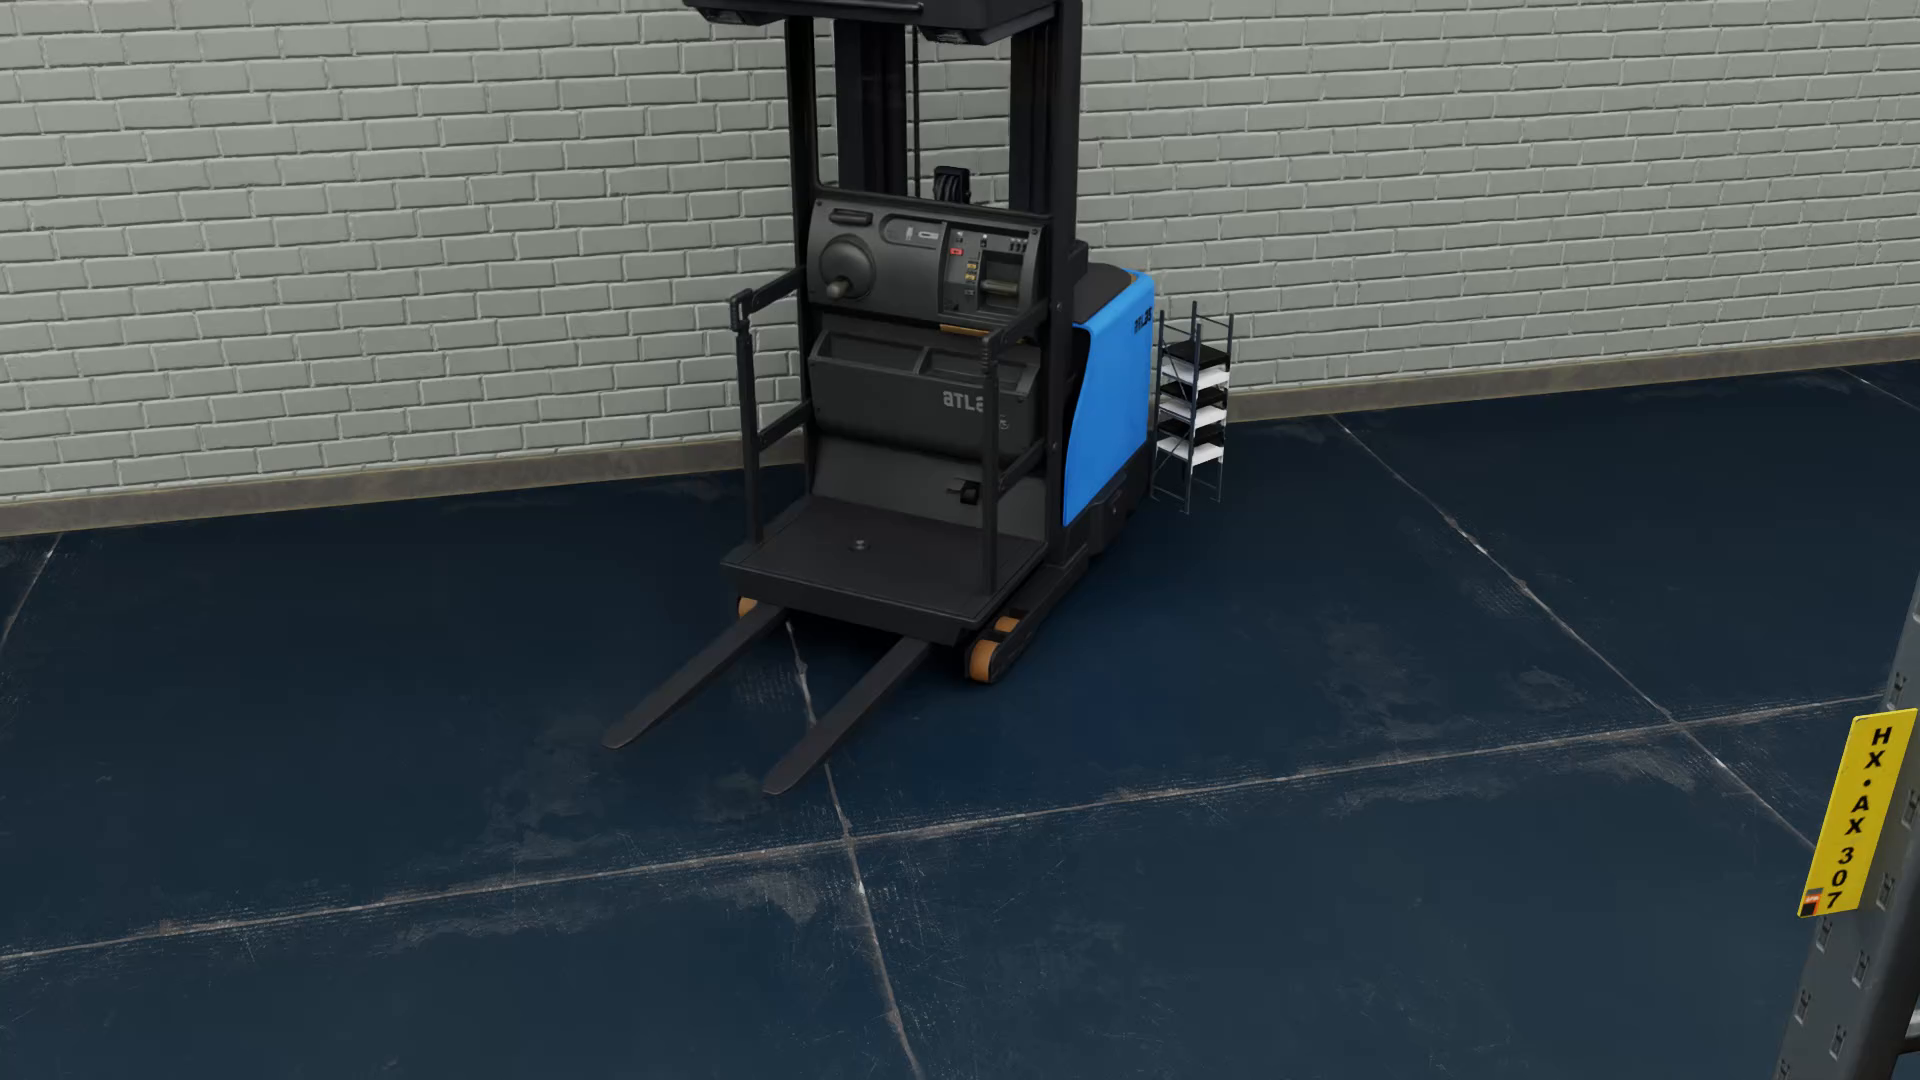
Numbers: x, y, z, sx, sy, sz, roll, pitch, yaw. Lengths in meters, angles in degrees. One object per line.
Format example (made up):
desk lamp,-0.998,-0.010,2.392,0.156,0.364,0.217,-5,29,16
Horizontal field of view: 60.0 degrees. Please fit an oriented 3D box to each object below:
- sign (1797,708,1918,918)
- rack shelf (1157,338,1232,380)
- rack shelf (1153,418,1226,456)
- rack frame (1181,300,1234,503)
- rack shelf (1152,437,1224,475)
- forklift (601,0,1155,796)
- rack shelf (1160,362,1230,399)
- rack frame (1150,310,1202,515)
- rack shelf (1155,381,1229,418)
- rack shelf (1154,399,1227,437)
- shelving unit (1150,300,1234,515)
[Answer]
sign,1.203,0.370,2.228,0.100,0.325,0.005,-6,27,-12
rack shelf,1.028,-0.798,7.306,0.200,0.077,0.258,-20,33,-34
rack shelf,1.028,-0.476,7.468,0.200,0.077,0.258,-20,33,-34
rack frame,1.107,-0.615,7.470,0.006,0.900,0.240,-20,33,-34
rack shelf,1.028,-0.396,7.509,0.200,0.077,0.258,-20,33,-34
forklift,-0.230,-0.996,5.970,1.130,2.935,3.031,12,29,22
rack shelf,1.028,-0.717,7.347,0.200,0.077,0.258,-20,33,-34
rack frame,0.949,-0.557,7.355,0.006,0.900,0.240,-20,33,-34
rack shelf,1.028,-0.637,7.387,0.200,0.077,0.258,-20,33,-34
rack shelf,1.028,-0.556,7.428,0.200,0.077,0.258,-20,33,-34
shelving unit,1.028,-0.586,7.413,0.210,0.900,0.258,-20,33,-34
